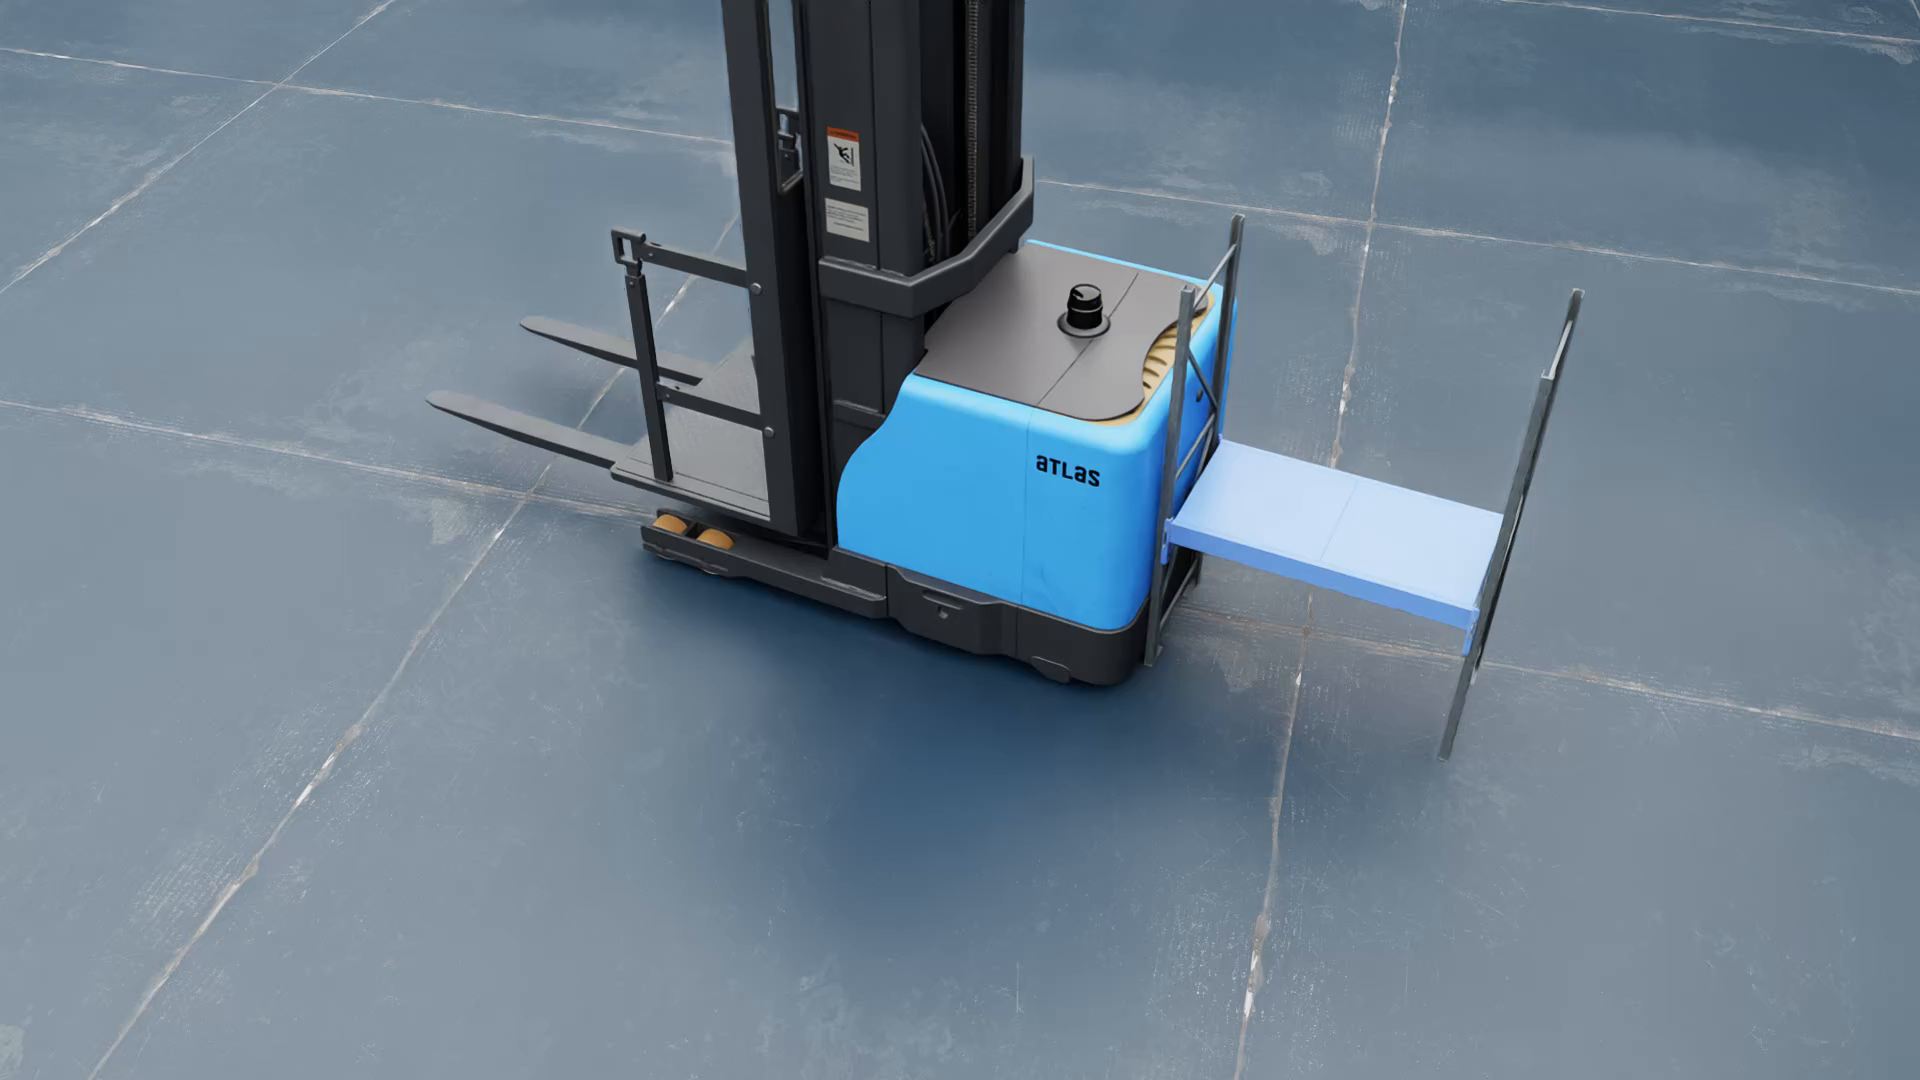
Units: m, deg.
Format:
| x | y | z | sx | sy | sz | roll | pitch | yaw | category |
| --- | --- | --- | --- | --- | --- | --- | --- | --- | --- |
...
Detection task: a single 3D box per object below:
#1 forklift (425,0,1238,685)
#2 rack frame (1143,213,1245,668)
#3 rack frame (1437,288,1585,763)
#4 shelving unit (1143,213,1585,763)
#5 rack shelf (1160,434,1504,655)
| x | y | z | sx | sy | sz | roll | pitch | yaw | category |
| --- | --- | --- | --- | --- | --- | --- | --- | --- | --- |
| -0.607 | -1.283 | 5.498 | 3.031 | 2.935 | 1.130 | 17 | 43 | 19 | forklift |
| 0.755 | -0.283 | 5.421 | 0.032 | 1.500 | 0.500 | 17 | 43 | 19 | rack frame |
| 1.672 | -0.001 | 5.085 | 0.032 | 1.500 | 0.500 | 17 | 43 | 19 | rack frame |
| 1.214 | -0.142 | 5.253 | 1.048 | 1.500 | 0.538 | 17 | 43 | 19 | shelving unit |
| 1.214 | -0.005 | 5.369 | 1.000 | 0.185 | 0.538 | 17 | 43 | 19 | rack shelf |
